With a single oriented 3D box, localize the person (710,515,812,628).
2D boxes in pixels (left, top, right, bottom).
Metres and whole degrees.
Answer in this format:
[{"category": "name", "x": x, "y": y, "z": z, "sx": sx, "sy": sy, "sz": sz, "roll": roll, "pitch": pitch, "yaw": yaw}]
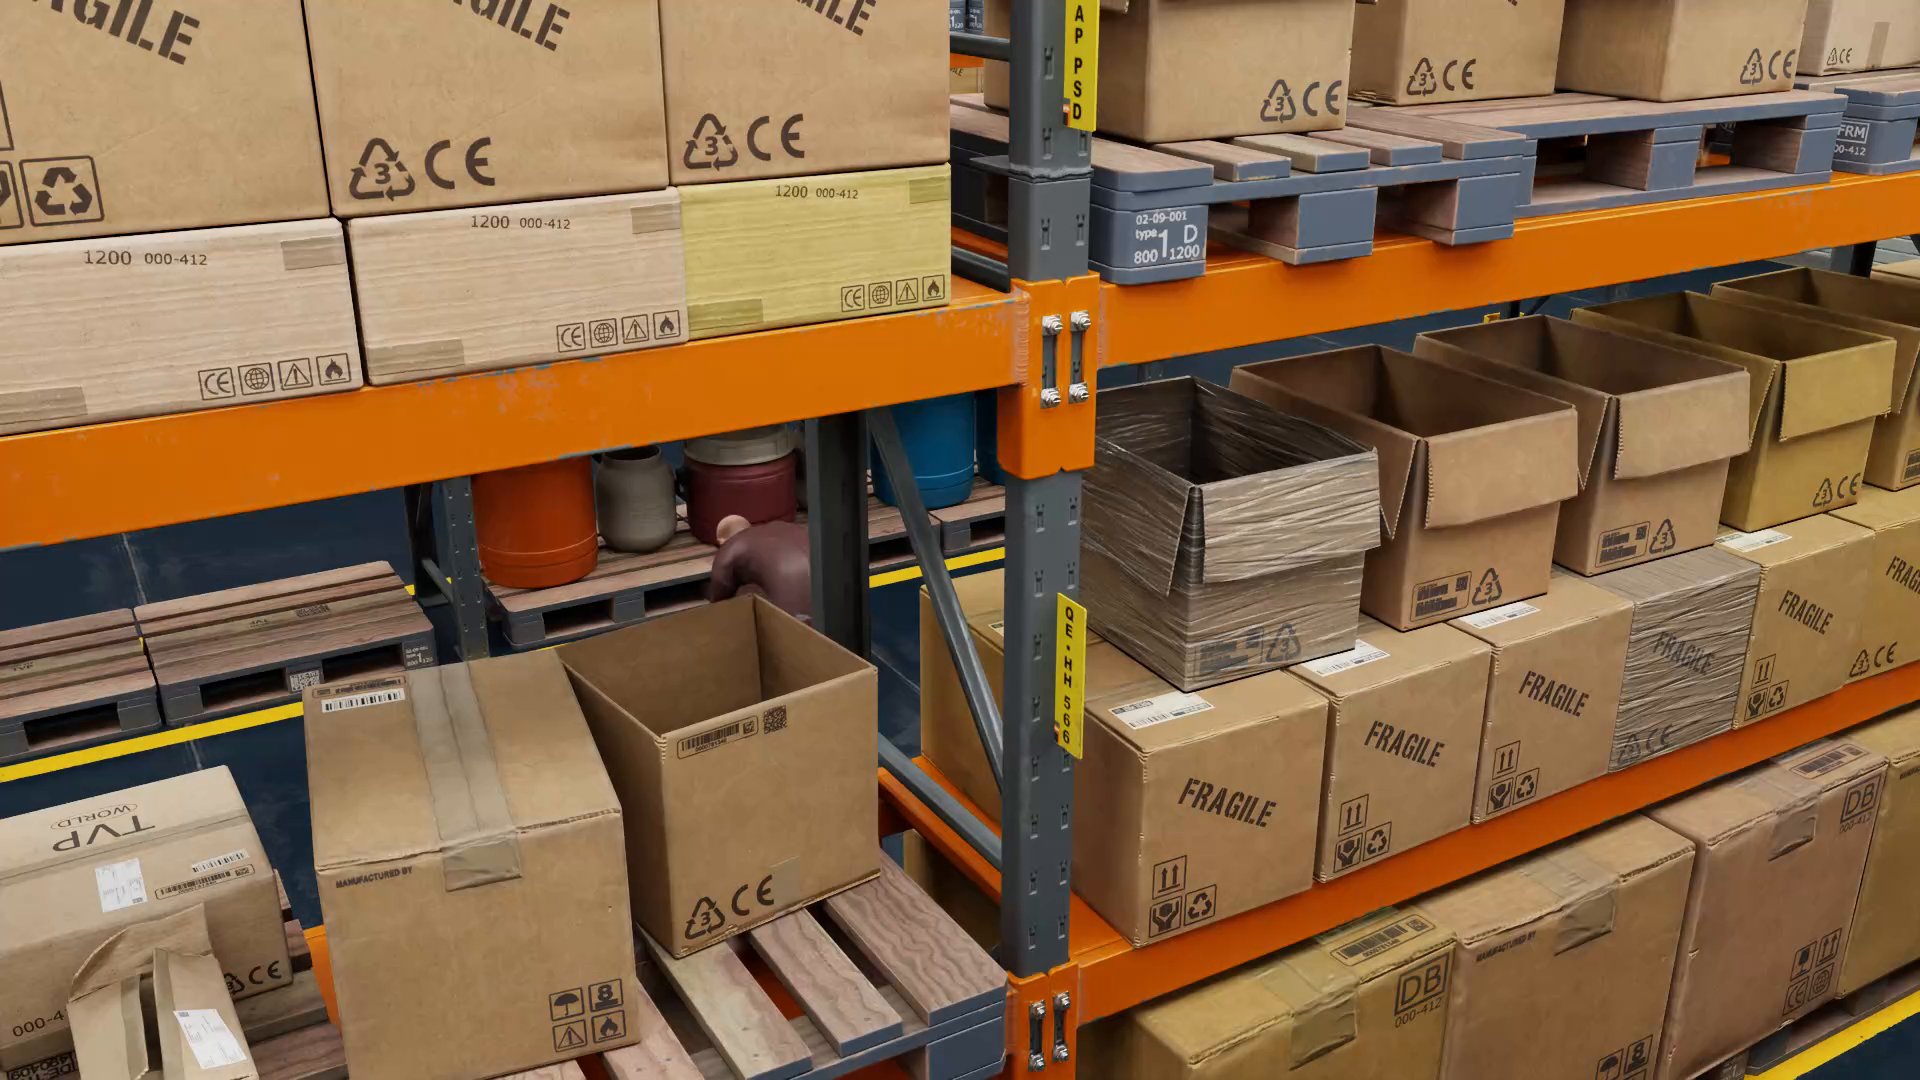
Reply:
[{"category": "person", "x": -0.823, "y": 0.337, "z": 7.572, "sx": 0.584, "sy": 0.848, "sz": 0.960, "roll": -13, "pitch": 25, "yaw": -30}]
